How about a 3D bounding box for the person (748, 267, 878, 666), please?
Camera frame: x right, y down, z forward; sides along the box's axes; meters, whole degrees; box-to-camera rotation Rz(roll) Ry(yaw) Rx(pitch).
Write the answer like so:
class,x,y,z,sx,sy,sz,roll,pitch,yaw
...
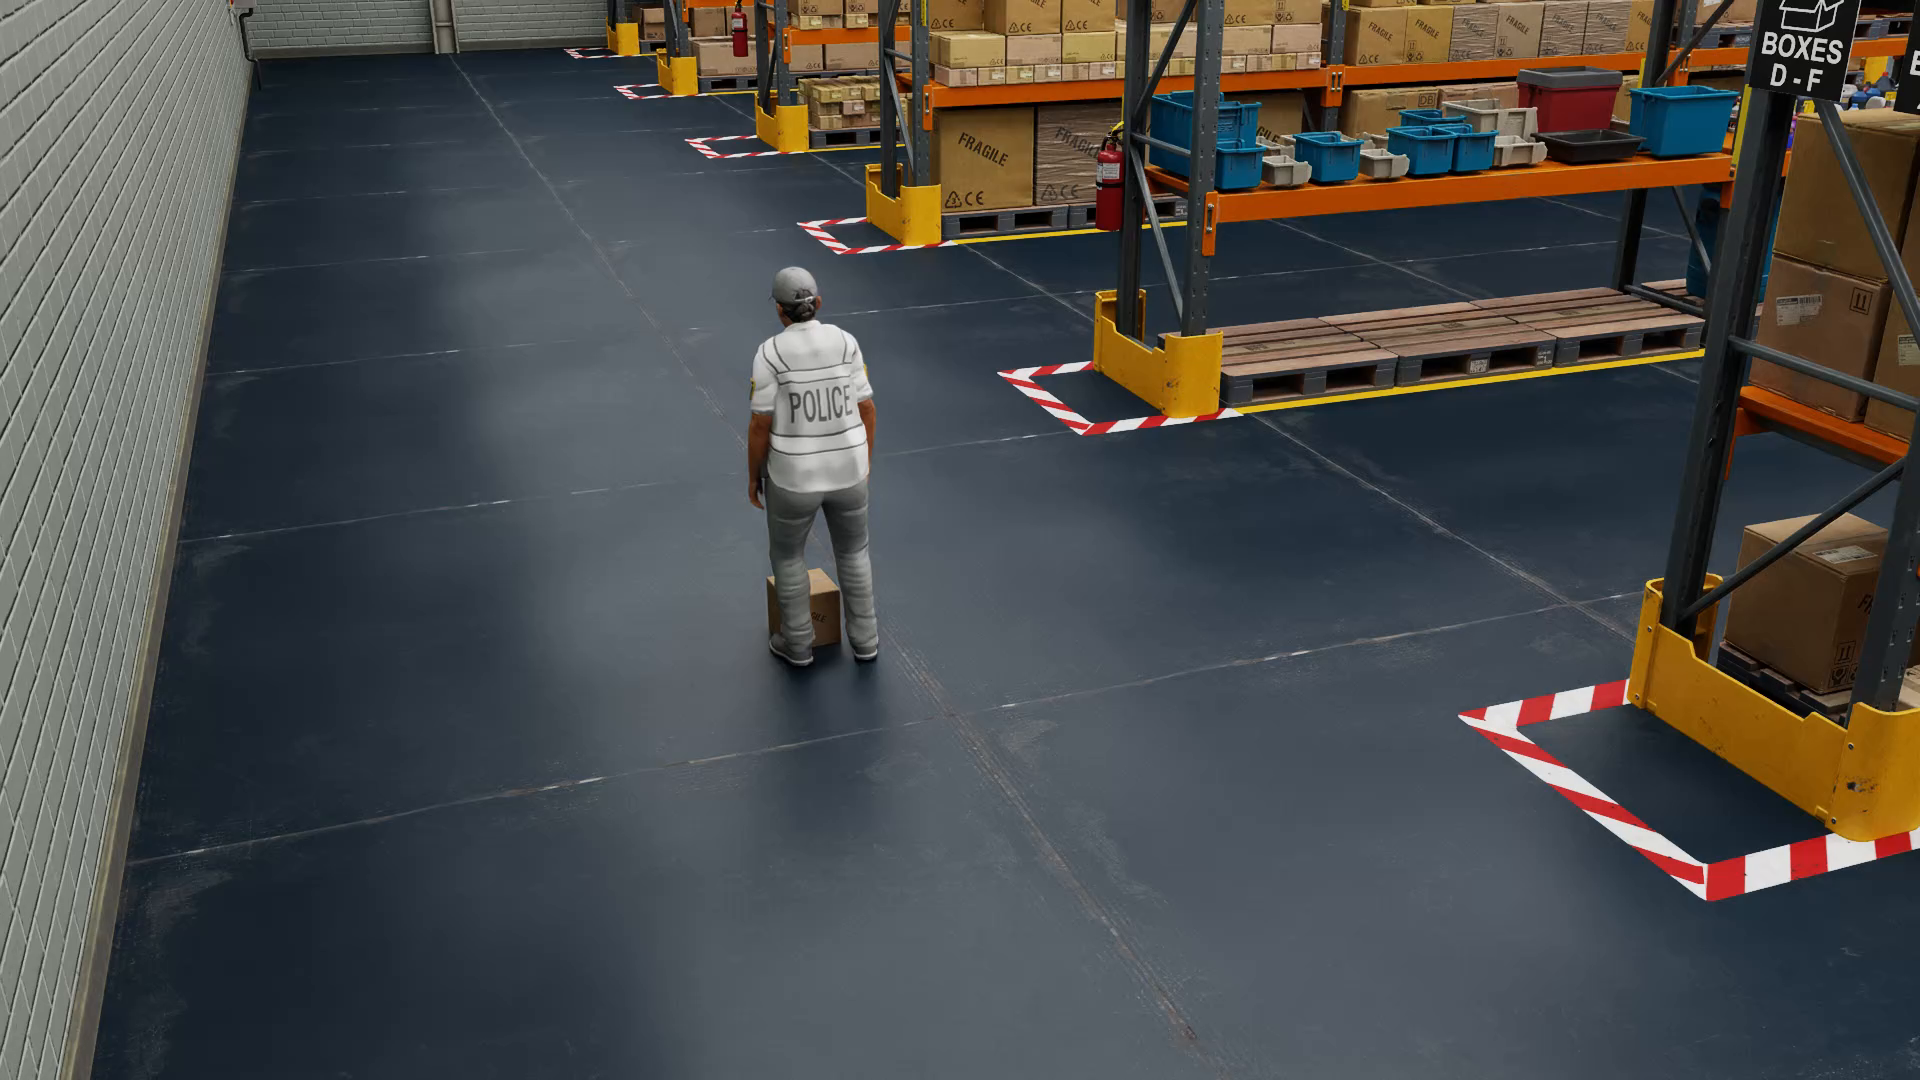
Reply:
class,x,y,z,sx,sy,sz,roll,pitch,yaw
person,-0.586,-0.276,6.743,0.548,1.667,0.467,-9,24,-21
